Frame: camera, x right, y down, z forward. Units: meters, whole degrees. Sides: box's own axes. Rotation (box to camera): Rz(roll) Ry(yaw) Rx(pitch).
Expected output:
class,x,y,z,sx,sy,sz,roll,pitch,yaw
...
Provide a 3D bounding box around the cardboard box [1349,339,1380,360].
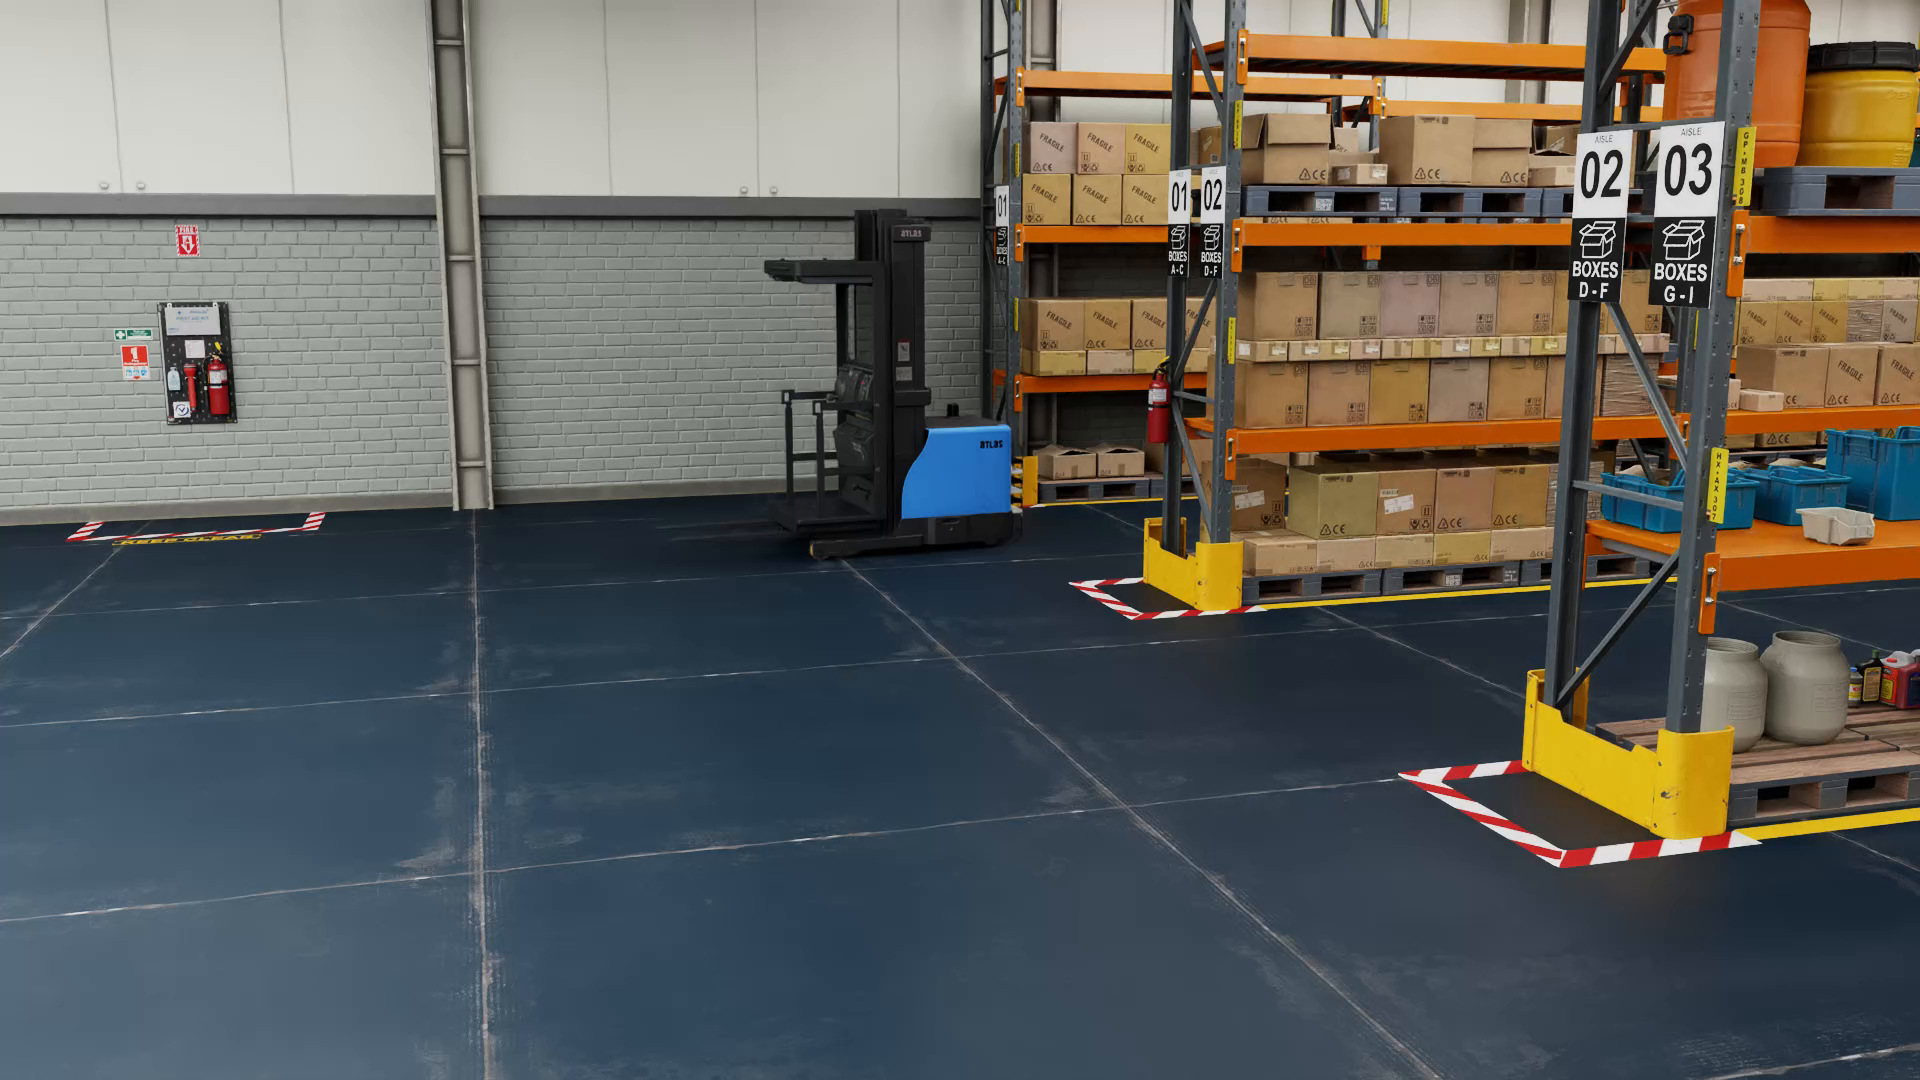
class,x,y,z,sx,sy,sz,roll,pitch,yaw
cardboard box,2.969,-1.451,12.573,0.250,0.149,0.380,-3,11,-17

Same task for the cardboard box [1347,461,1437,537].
class,x,y,z,sx,sy,sz,roll,pitch,yaw
cardboard box,3.329,-0.326,12.896,0.500,0.500,0.500,-3,11,-16

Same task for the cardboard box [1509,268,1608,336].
class,x,y,z,sx,sy,sz,roll,pitch,yaw
cardboard box,4.728,-1.902,13.232,0.500,0.500,0.700,-3,11,-16

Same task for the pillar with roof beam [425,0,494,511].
class,x,y,z,sx,sy,sz,roll,pitch,yaw
pillar with roof beam,-3.719,-4.006,11.955,0.400,9.000,9.100,-3,11,-16

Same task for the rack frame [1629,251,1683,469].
class,x,y,z,sx,sy,sz,roll,pitch,yaw
rack frame,8.089,-2.327,19.402,0.127,3.000,1.000,-3,11,-16

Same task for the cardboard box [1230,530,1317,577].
class,x,y,z,sx,sy,sz,roll,pitch,yaw
cardboard box,2.373,0.096,12.675,0.500,0.250,0.500,-3,11,-16

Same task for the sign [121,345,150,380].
class,x,y,z,sx,sy,sz,roll,pitch,yaw
sign,-7.866,-1.694,15.862,0.234,0.329,0.001,-3,11,-16

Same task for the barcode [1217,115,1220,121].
class,x,y,z,sx,sy,sz,roll,pitch,yaw
barcode,2.794,-4.539,17.883,0.075,0.075,0.001,-3,11,-16

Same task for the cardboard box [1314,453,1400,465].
class,x,y,z,sx,sy,sz,roll,pitch,yaw
cardboard box,3.184,-0.416,13.387,0.500,0.500,0.500,-3,11,-16

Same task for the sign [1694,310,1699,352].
class,x,y,z,sx,sy,sz,roll,pitch,yaw
sign,5.793,-1.632,13.017,0.005,0.325,0.100,-3,11,-16

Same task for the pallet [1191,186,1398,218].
class,x,y,z,sx,sy,sz,roll,pitch,yaw
pallet,2.482,-2.524,12.433,1.213,0.211,1.003,-3,11,-16

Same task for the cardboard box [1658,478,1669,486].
class,x,y,z,sx,sy,sz,roll,pitch,yaw
cardboard box,6.103,-0.371,13.665,0.500,0.311,0.500,-3,11,-16

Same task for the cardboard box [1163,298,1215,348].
class,x,y,z,sx,sy,sz,roll,pitch,yaw
cardboard box,2.418,-2.276,17.410,0.500,0.500,0.500,-3,11,-14

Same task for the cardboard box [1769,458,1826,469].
class,x,y,z,sx,sy,sz,roll,pitch,yaw
cardboard box,7.407,-0.541,14.587,0.500,0.311,0.500,-3,11,-17

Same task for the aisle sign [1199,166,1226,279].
class,x,y,z,sx,sy,sz,roll,pitch,yaw
aisle sign,1.819,-2.283,11.984,0.004,0.787,0.394,-3,11,-16

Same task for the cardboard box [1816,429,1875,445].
class,x,y,z,sx,sy,sz,roll,pitch,yaw
cardboard box,10.489,-1.578,20.110,0.750,0.750,0.750,-3,11,-14

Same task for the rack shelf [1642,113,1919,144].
class,x,y,z,sx,sy,sz,roll,pitch,yaw
rack shelf,10.009,-4.828,19.510,4.000,0.370,1.077,-3,11,-16

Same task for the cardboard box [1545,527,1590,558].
class,x,y,z,sx,sy,sz,roll,pitch,yaw
cardboard box,4.770,-0.033,13.375,0.500,0.250,0.500,-3,11,-16

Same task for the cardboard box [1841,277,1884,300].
class,x,y,z,sx,sy,sz,roll,pitch,yaw
cardboard box,10.569,-2.986,19.755,0.500,0.250,0.500,-3,11,-15

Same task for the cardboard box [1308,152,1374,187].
class,x,y,z,sx,sy,sz,roll,pitch,yaw
cardboard box,2.828,-2.842,12.784,0.500,0.250,0.500,-3,11,-16

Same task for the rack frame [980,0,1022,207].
class,x,y,z,sx,sy,sz,roll,pitch,yaw
rack frame,0.408,-4.873,16.660,0.127,3.000,1.000,-3,11,-16

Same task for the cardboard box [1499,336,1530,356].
class,x,y,z,sx,sy,sz,roll,pitch,yaw
cardboard box,4.216,-1.517,12.934,0.250,0.149,0.380,-3,11,-14

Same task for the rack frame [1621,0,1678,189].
class,x,y,z,sx,sy,sz,roll,pitch,yaw
rack frame,5.637,-4.214,13.083,0.127,3.000,1.000,-3,11,-16

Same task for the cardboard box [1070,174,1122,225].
class,x,y,z,sx,sy,sz,roll,pitch,yaw
cardboard box,1.325,-3.451,16.891,0.500,0.500,0.500,-2,11,-12

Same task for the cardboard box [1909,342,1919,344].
class,x,y,z,sx,sy,sz,roll,pitch,yaw
cardboard box,11.449,-2.333,20.071,0.250,0.149,0.380,-3,11,-15

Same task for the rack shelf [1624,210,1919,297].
class,x,y,z,sx,sy,sz,roll,pitch,yaw
rack shelf,5.097,-1.423,8.192,4.000,0.370,1.077,-3,11,-16

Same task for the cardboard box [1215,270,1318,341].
class,x,y,z,sx,sy,sz,roll,pitch,yaw
cardboard box,2.299,-1.773,12.531,0.500,0.500,0.700,-3,11,-16

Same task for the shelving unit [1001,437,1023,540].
class,x,y,z,sx,sy,sz,roll,pitch,yaw
shelving unit,0.429,-0.473,15.128,0.210,0.900,0.258,-4,11,-21

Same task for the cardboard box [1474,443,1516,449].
class,x,y,z,sx,sy,sz,roll,pitch,yaw
cardboard box,5.934,-1.206,18.999,0.500,0.500,0.700,-3,11,-15

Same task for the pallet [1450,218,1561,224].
class,x,y,z,sx,sy,sz,roll,pitch,yaw
pallet,5.866,-3.573,18.405,1.003,0.211,1.213,-3,11,-16

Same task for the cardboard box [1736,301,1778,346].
class,x,y,z,sx,sy,sz,roll,pitch,yaw
cardboard box,9.132,-2.537,19.392,0.500,0.500,0.500,-3,11,-14

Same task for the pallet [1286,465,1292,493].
class,x,y,z,sx,sy,sz,roll,pitch,yaw
pallet,3.614,-0.713,18.337,1.213,0.211,1.003,-3,11,-16

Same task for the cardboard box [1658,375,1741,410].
class,x,y,z,sx,sy,sz,roll,pitch,yaw
cardboard box,6.097,-1.223,13.816,0.500,0.250,0.500,-2,11,-12

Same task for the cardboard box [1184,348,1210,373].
class,x,y,z,sx,sy,sz,roll,pitch,yaw
cardboard box,2.437,-1.907,17.477,0.500,0.250,0.500,-3,11,-15

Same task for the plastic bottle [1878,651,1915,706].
class,x,y,z,sx,sy,sz,roll,pitch,yaw
plastic bottle,5.068,0.746,9.017,0.135,0.276,0.152,-3,11,-16

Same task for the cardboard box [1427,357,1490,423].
class,x,y,z,sx,sy,sz,roll,pitch,yaw
cardboard box,3.734,-1.211,13.062,0.500,0.500,0.700,-3,11,-14

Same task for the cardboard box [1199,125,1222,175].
class,x,y,z,sx,sy,sz,roll,pitch,yaw
cardboard box,2.821,-4.020,17.222,0.500,0.500,0.500,-3,11,-18

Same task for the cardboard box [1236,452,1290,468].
class,x,y,z,sx,sy,sz,roll,pitch,yaw
cardboard box,3.263,-1.052,18.166,0.500,0.500,0.500,-4,11,-20

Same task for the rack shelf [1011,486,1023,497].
class,x,y,z,sx,sy,sz,roll,pitch,yaw
rack shelf,0.429,-0.440,15.134,0.200,0.077,0.258,-4,11,-21

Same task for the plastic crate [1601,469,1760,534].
class,x,y,z,sx,sy,sz,roll,pitch,yaw
plastic crate,3.574,-0.204,8.282,0.616,0.251,0.499,-3,11,-16

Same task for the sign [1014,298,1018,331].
class,x,y,z,sx,sy,sz,roll,pitch,yaw
sign,0.560,-2.254,16.613,0.005,0.325,0.100,-3,11,-16

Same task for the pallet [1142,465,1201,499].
class,x,y,z,sx,sy,sz,roll,pitch,yaw
pallet,2.440,-0.651,17.998,1.213,0.211,1.003,-3,11,-16

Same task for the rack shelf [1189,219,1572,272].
class,x,y,z,sx,sy,sz,roll,pitch,yaw
rack shelf,3.716,-2.284,12.870,4.000,0.370,1.077,-3,11,-16

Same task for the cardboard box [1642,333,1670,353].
class,x,y,z,sx,sy,sz,roll,pitch,yaw
cardboard box,5.436,-1.581,13.281,0.250,0.149,0.380,-3,11,-16

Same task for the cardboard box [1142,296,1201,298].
class,x,y,z,sx,sy,sz,roll,pitch,yaw
cardboard box,2.266,-2.364,17.891,0.500,0.500,0.500,-3,11,-15

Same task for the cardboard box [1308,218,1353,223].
class,x,y,z,sx,sy,sz,roll,pitch,yaw
cardboard box,3.830,-3.590,17.648,0.500,0.500,0.500,-3,11,-14

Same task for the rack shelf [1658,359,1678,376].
class,x,y,z,sx,sy,sz,roll,pitch,yaw
rack shelf,6.169,-1.872,18.918,4.000,0.370,1.077,-3,11,-16

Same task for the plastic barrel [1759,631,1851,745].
class,x,y,z,sx,sy,sz,roll,pitch,yaw
plastic barrel,4.269,0.745,8.426,0.421,0.512,0.421,0,10,0

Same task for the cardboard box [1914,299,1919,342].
class,x,y,z,sx,sy,sz,roll,pitch,yaw
cardboard box,11.557,-2.668,20.099,0.500,0.500,0.500,-3,11,-17

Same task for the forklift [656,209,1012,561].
class,x,y,z,sx,sy,sz,roll,pitch,yaw
forklift,-1.106,-1.375,14.421,3.031,2.935,1.130,-4,11,-21

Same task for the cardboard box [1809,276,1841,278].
class,x,y,z,sx,sy,sz,roll,pitch,yaw
cardboard box,10.435,-3.072,20.223,0.500,0.250,0.500,-3,11,-18
